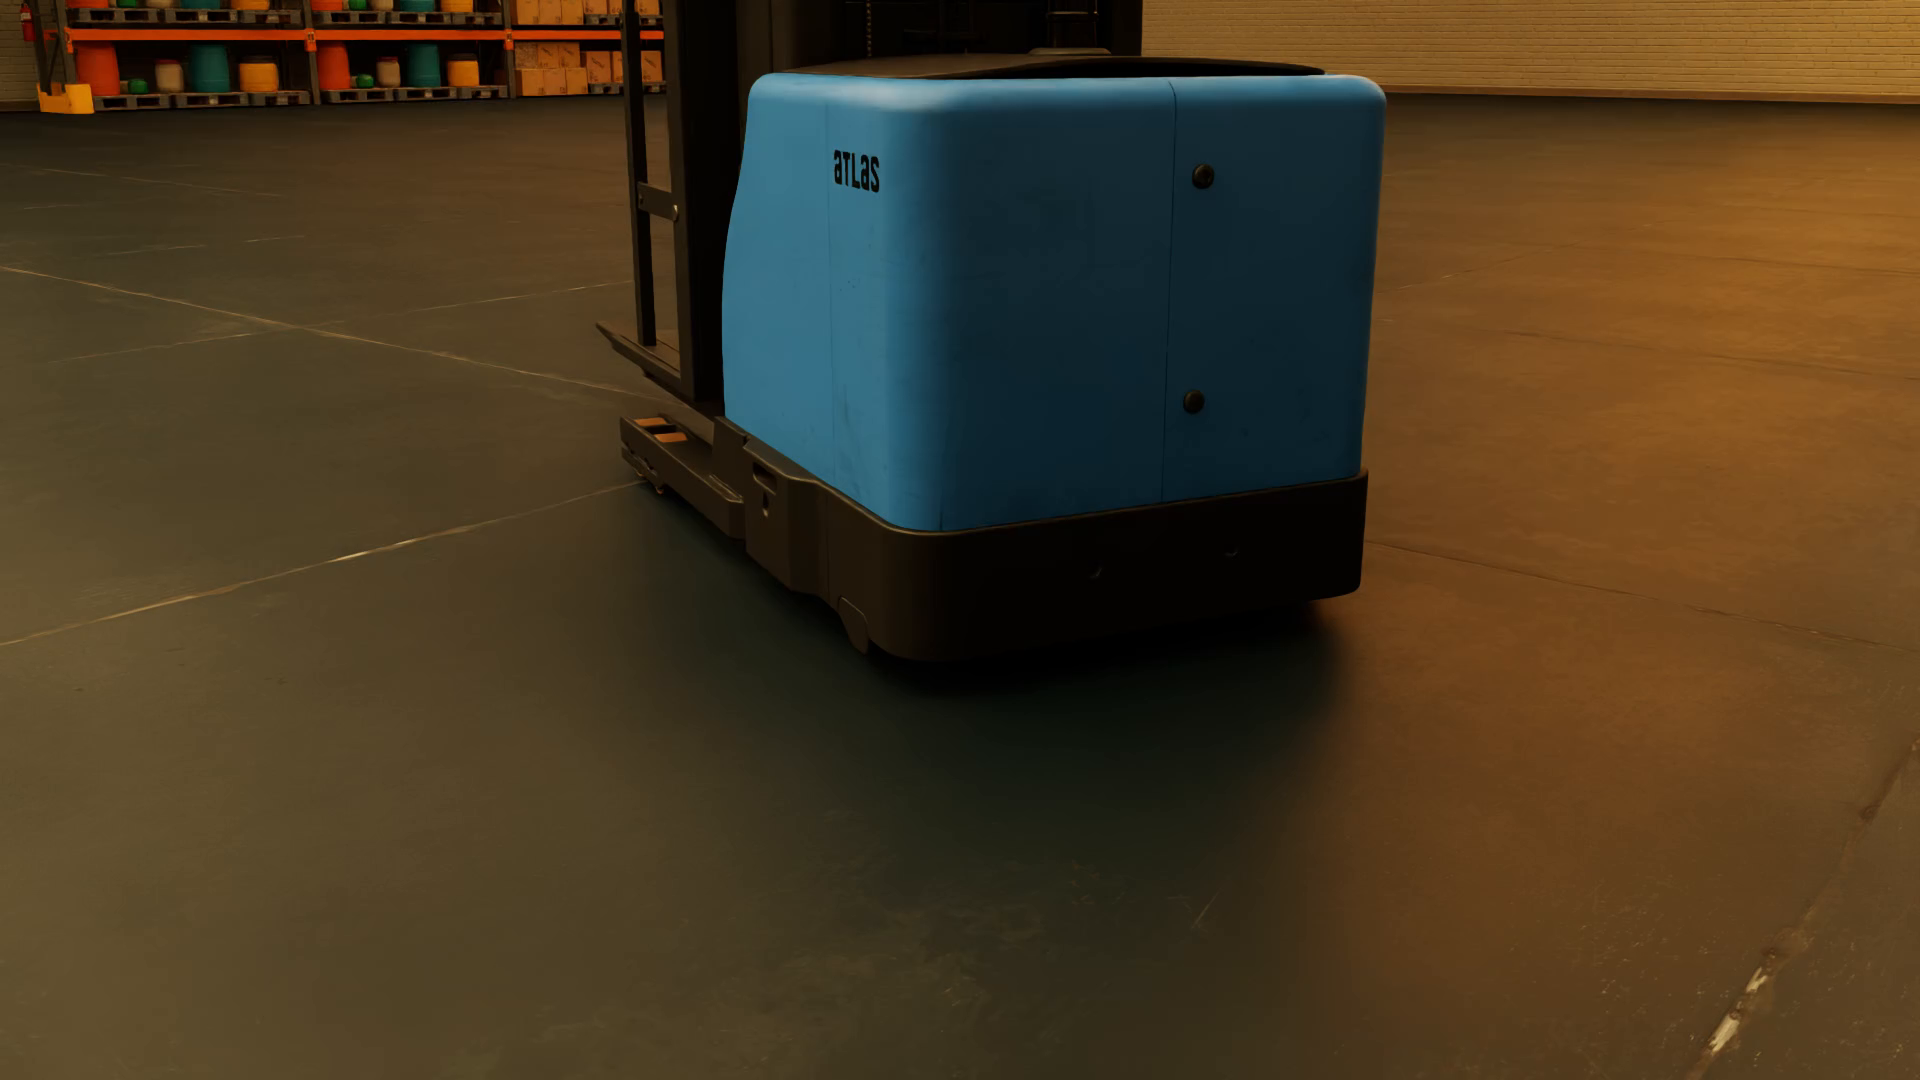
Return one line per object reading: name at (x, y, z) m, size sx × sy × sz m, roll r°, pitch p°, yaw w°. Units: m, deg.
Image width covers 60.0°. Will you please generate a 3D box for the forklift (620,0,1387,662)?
forklift at (-0.034, -1.393, 3.593) m, size 1.129 × 2.867 × 1.939 m, roll -8°, pitch 19°, yaw -24°
